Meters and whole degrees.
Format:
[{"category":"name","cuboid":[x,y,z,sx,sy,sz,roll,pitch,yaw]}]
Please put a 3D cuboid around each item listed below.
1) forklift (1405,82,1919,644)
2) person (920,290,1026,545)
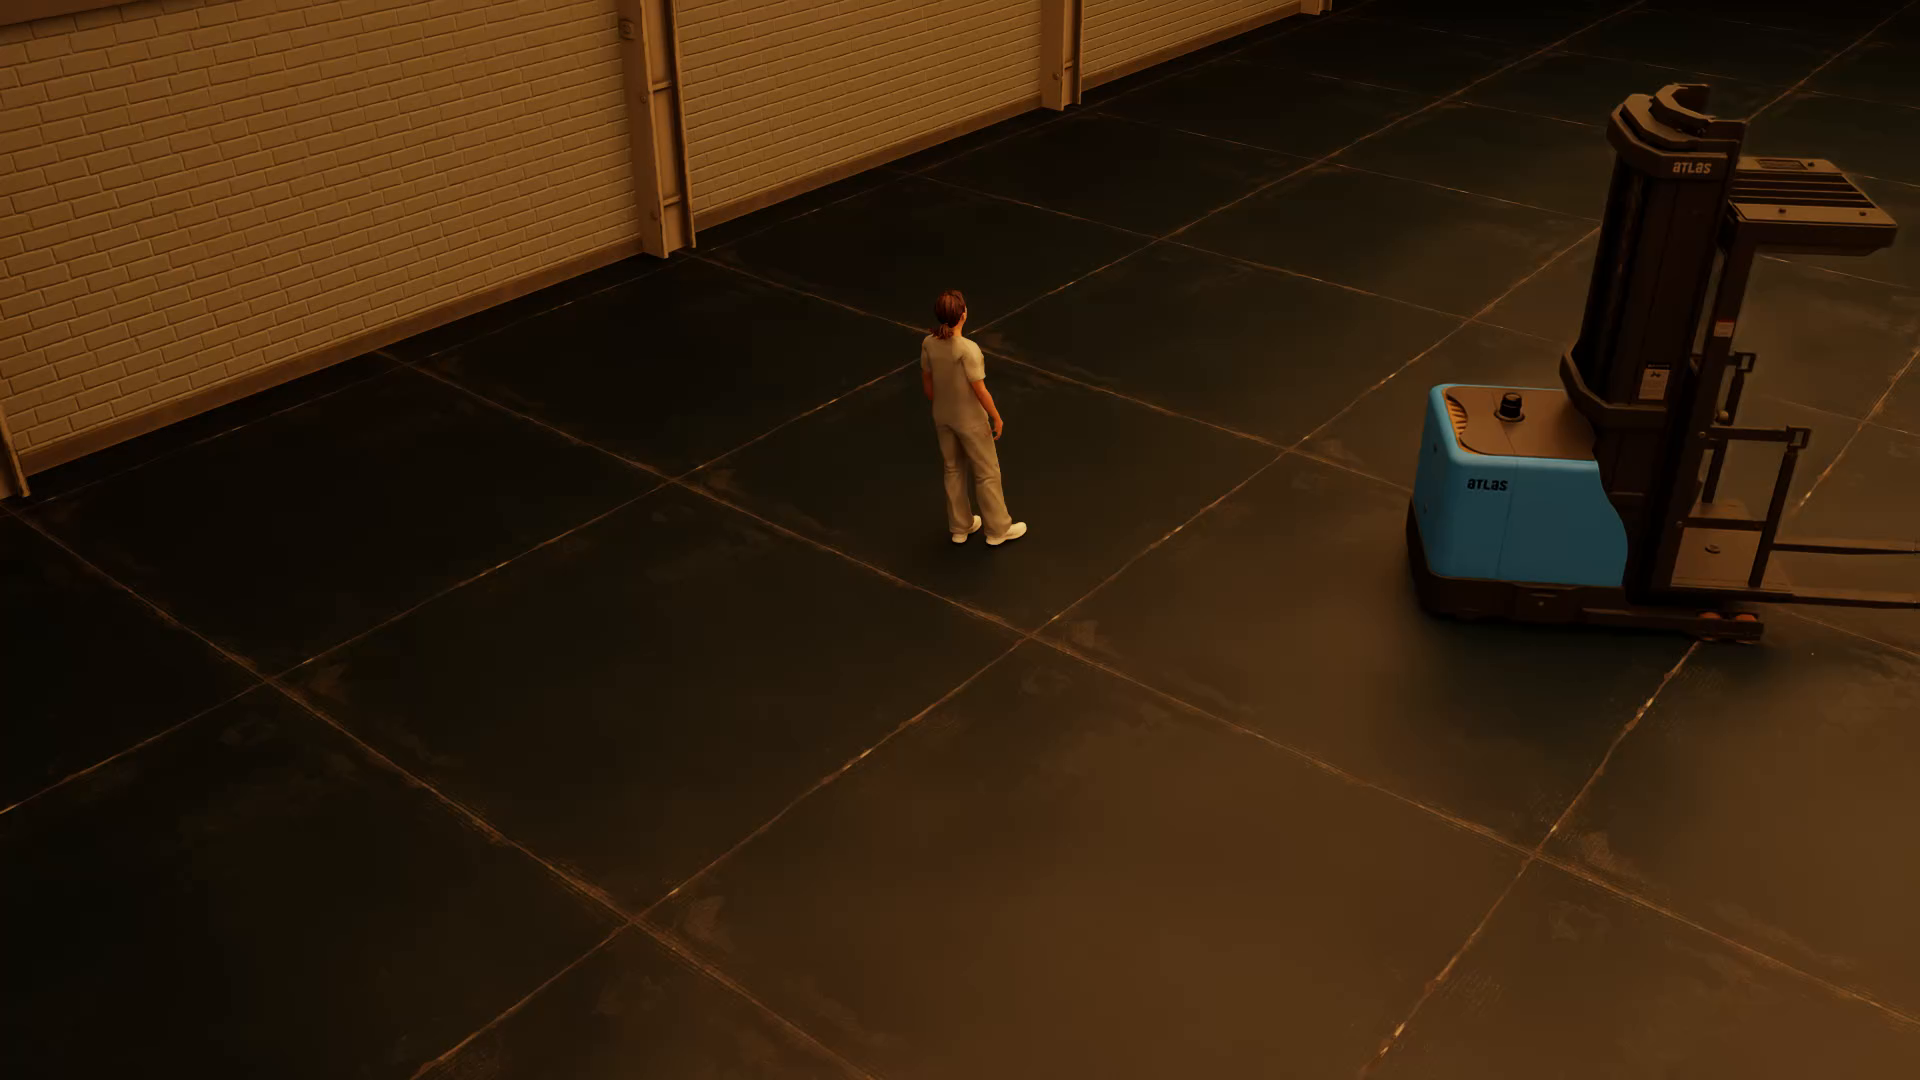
[{"category":"forklift","cuboid":[4.255,-0.958,9.235,3.031,2.935,1.130,3,30,6]},{"category":"person","cuboid":[0.057,-0.755,10.116,0.549,1.673,0.548,22,37,33]}]
